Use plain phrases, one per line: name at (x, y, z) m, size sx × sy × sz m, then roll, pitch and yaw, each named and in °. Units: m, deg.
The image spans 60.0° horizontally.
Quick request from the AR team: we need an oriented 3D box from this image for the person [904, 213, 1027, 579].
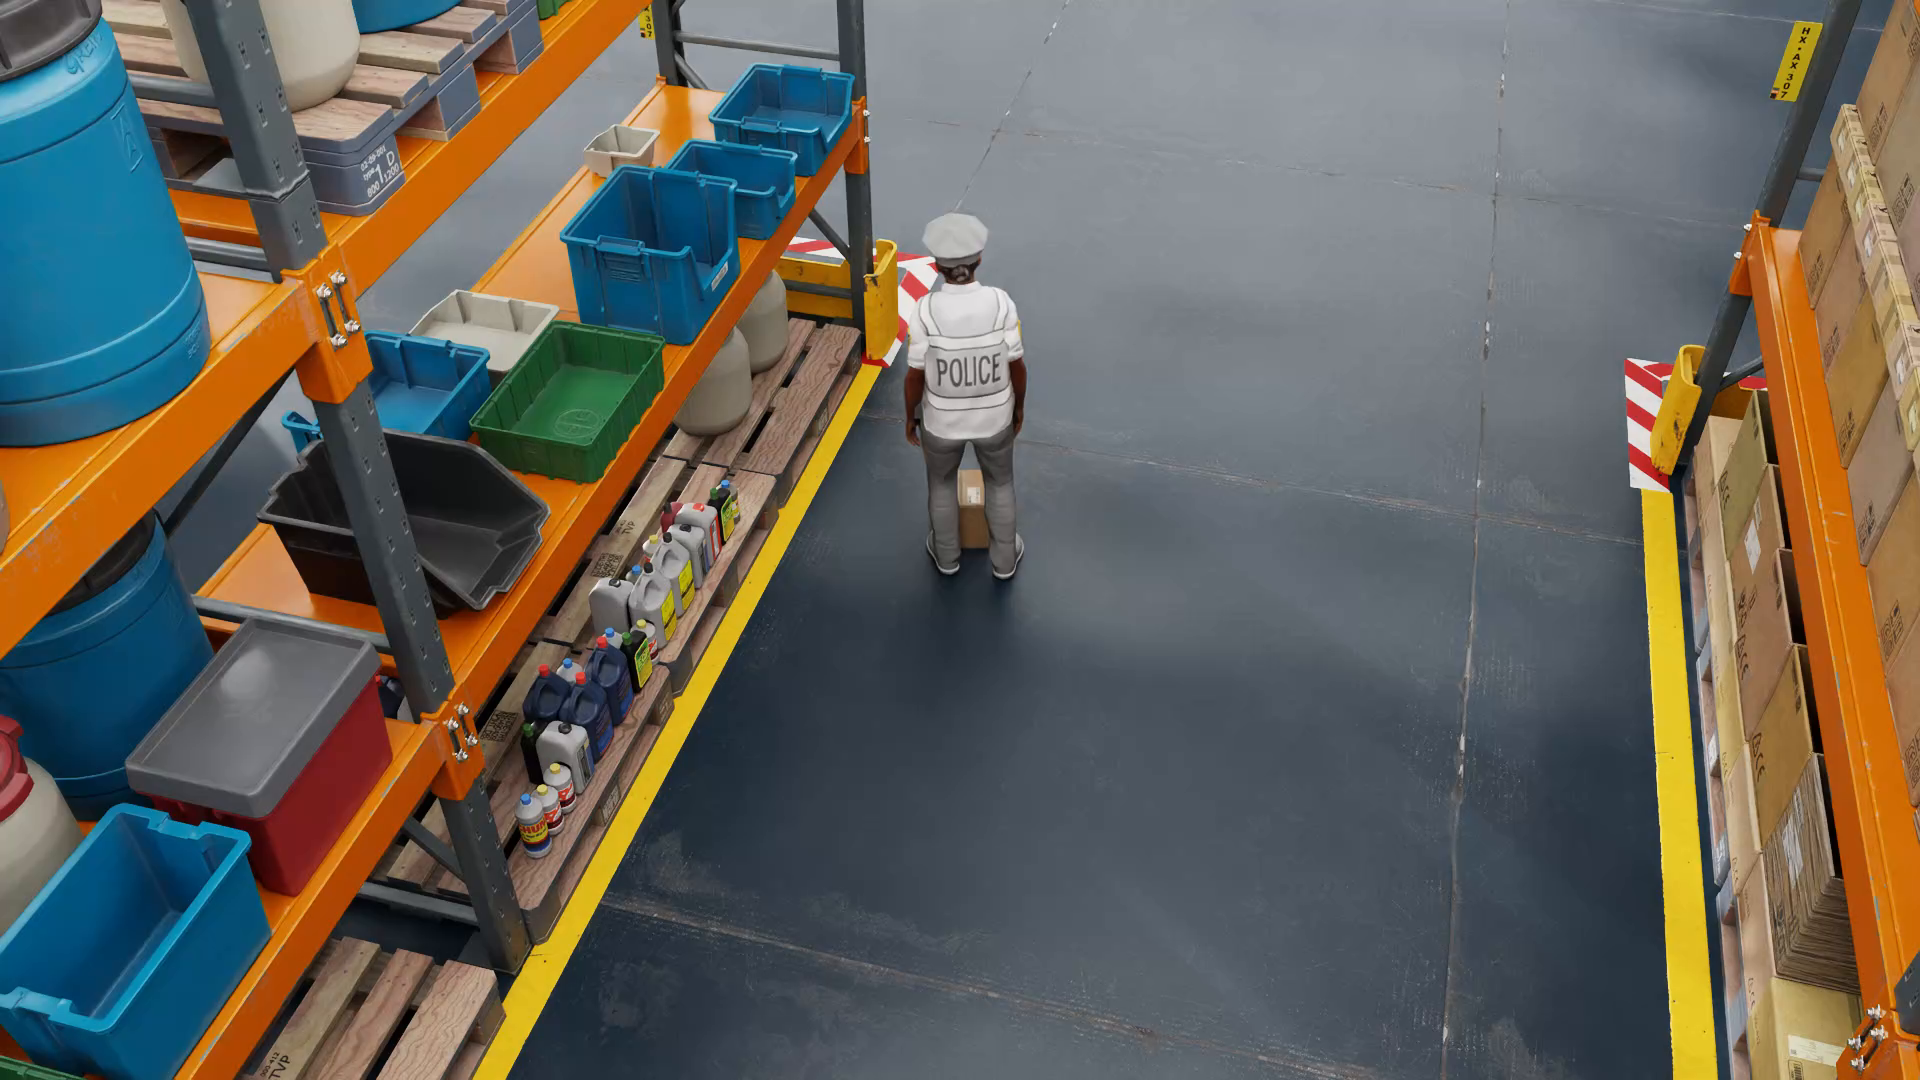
person at (0.030, -0.521, 6.753) m, size 0.522 × 1.658 × 0.427 m, roll -4°, pitch 41°, yaw -5°
